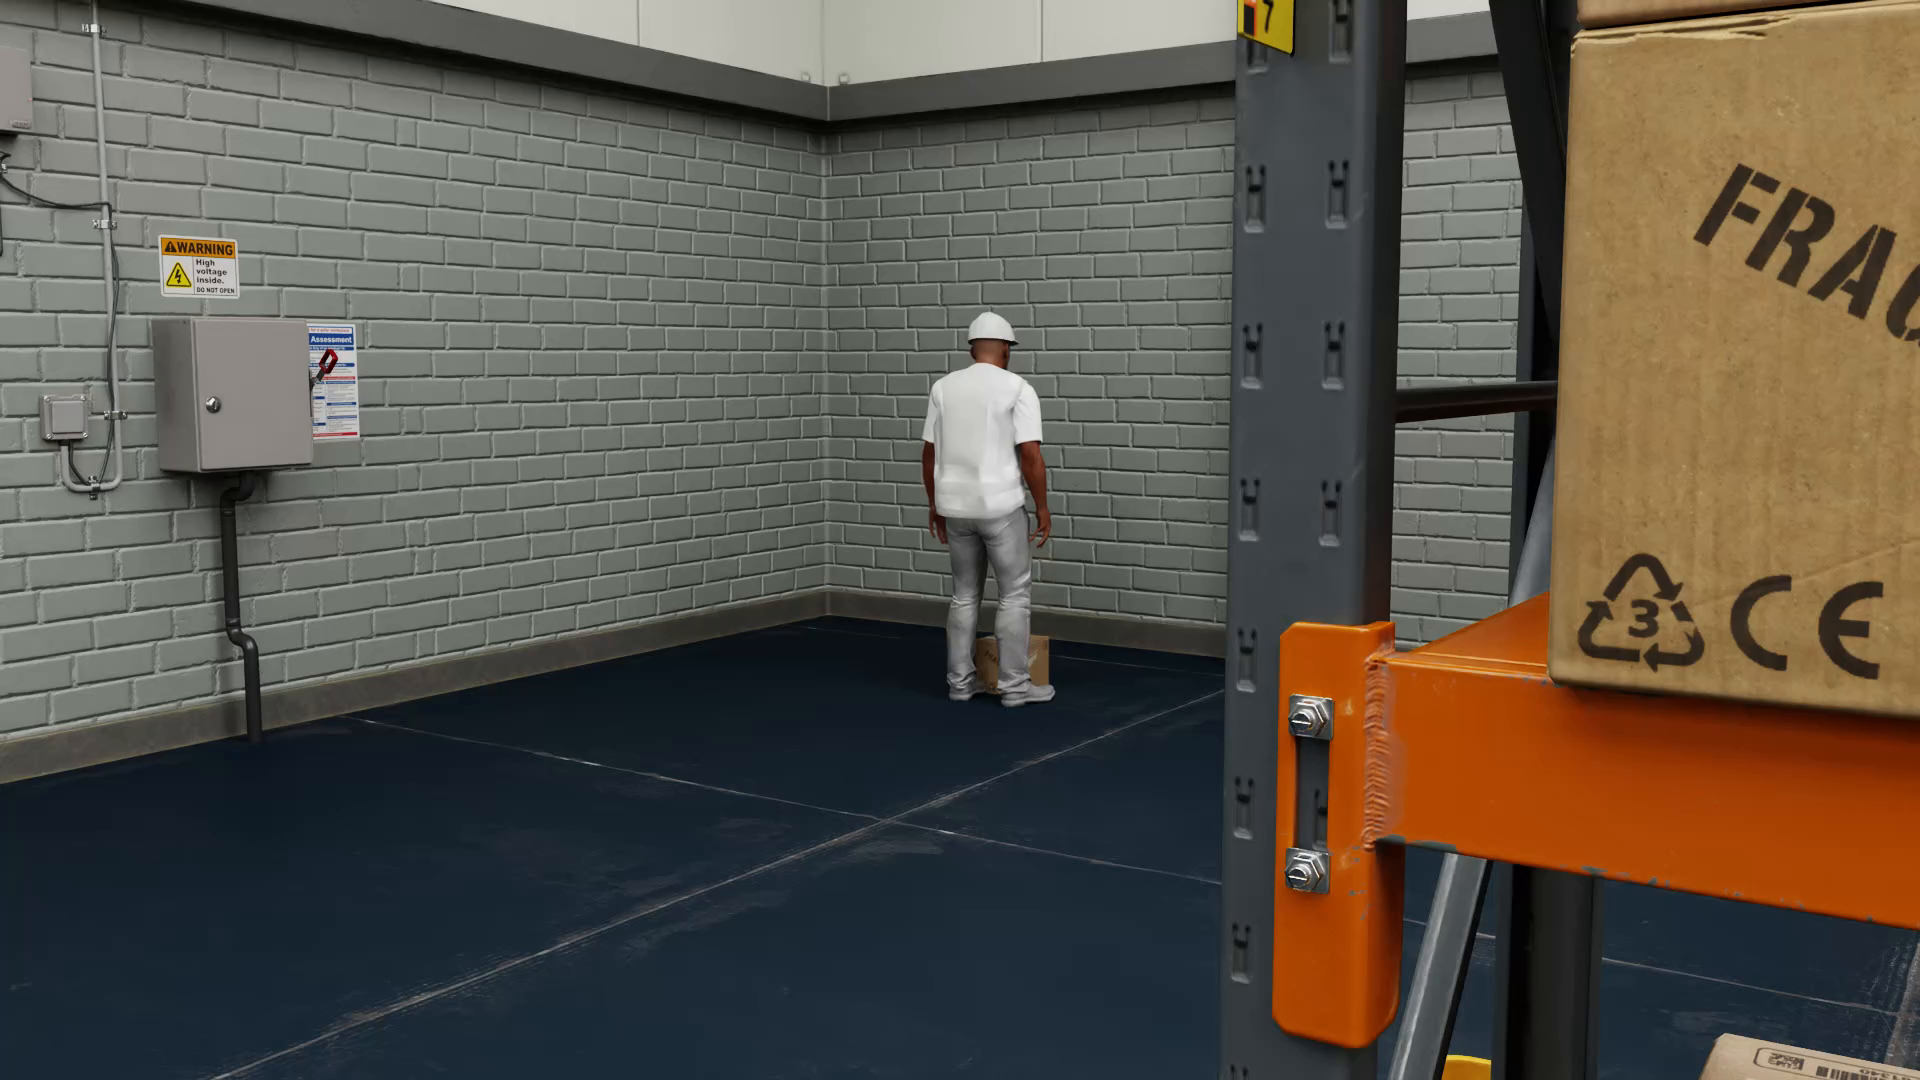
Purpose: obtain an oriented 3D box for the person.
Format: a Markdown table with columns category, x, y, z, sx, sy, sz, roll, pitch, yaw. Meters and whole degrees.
| category | x | y | z | sx | sy | sz | roll | pitch | yaw |
| --- | --- | --- | --- | --- | --- | --- | --- | --- | --- |
| person | 0.127 | -0.145 | 7.526 | 0.622 | 1.759 | 0.462 | 4 | 7 | 31 |
